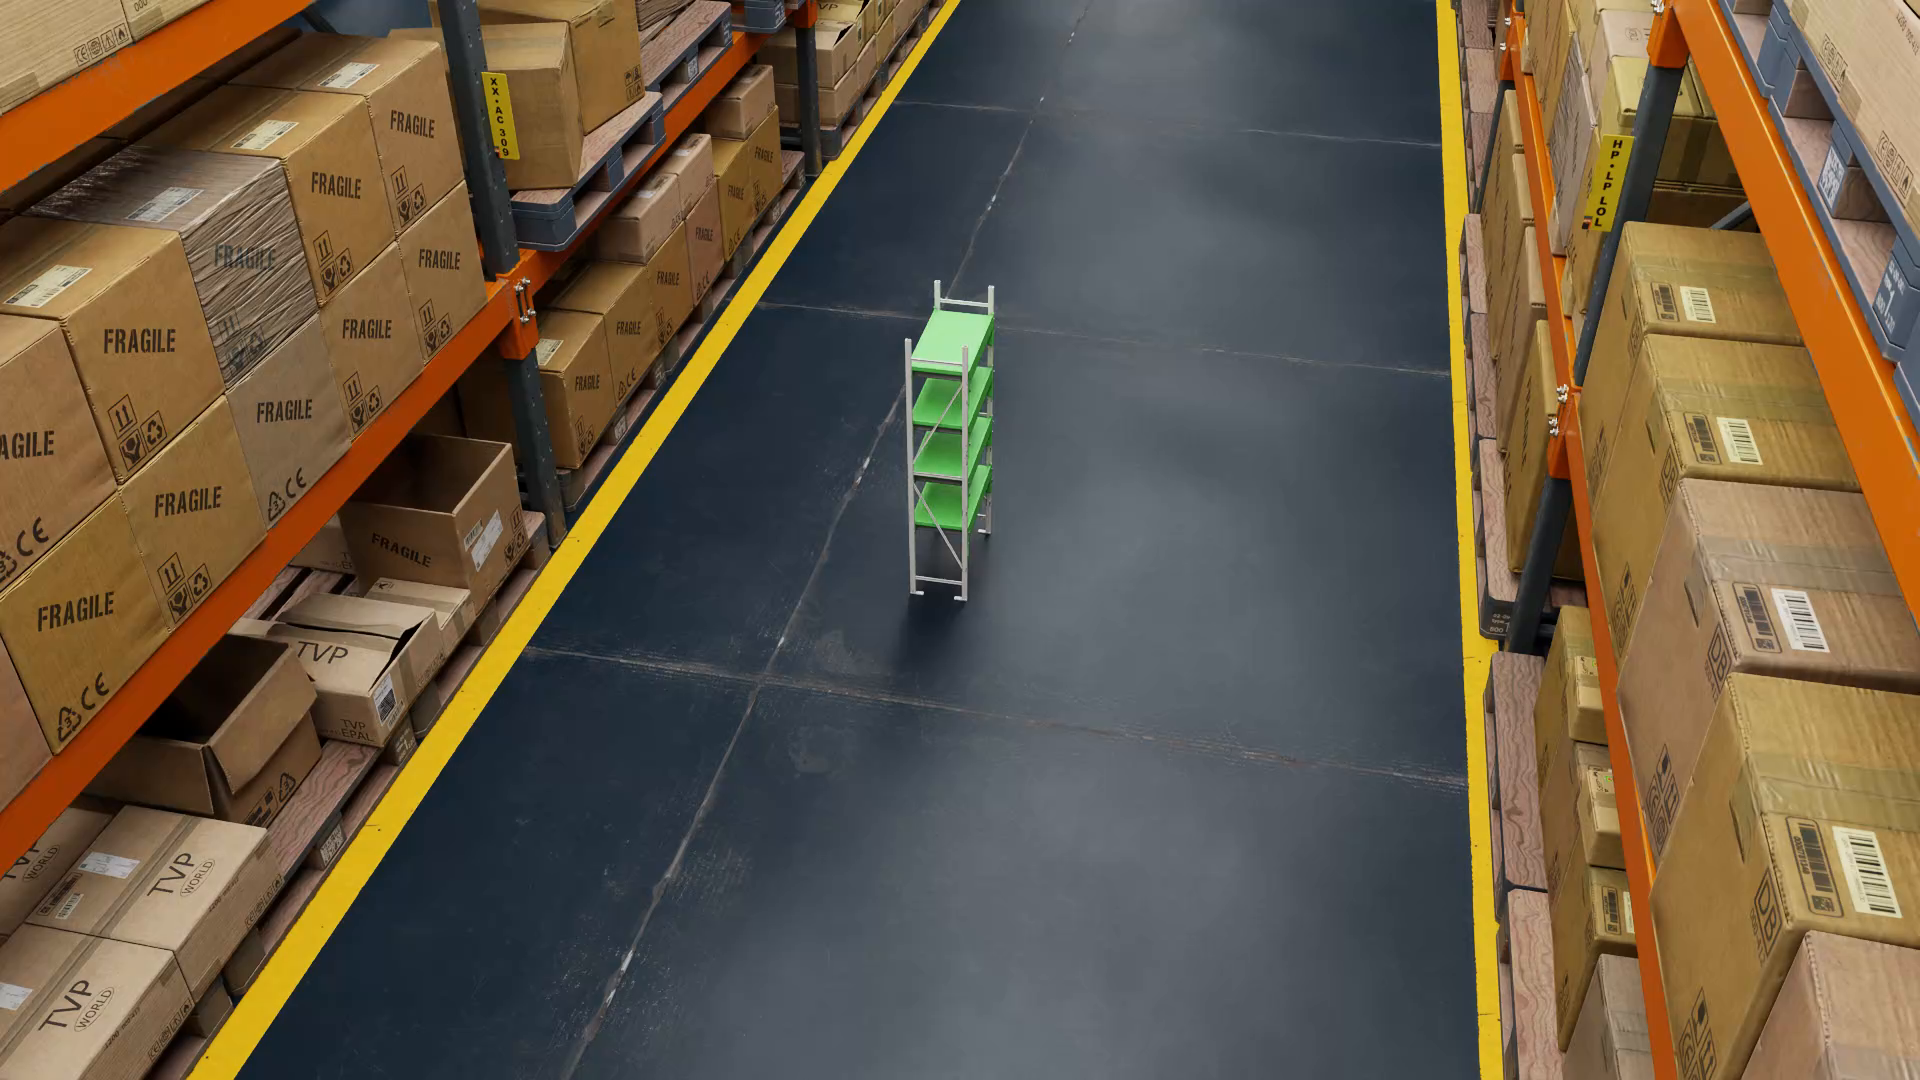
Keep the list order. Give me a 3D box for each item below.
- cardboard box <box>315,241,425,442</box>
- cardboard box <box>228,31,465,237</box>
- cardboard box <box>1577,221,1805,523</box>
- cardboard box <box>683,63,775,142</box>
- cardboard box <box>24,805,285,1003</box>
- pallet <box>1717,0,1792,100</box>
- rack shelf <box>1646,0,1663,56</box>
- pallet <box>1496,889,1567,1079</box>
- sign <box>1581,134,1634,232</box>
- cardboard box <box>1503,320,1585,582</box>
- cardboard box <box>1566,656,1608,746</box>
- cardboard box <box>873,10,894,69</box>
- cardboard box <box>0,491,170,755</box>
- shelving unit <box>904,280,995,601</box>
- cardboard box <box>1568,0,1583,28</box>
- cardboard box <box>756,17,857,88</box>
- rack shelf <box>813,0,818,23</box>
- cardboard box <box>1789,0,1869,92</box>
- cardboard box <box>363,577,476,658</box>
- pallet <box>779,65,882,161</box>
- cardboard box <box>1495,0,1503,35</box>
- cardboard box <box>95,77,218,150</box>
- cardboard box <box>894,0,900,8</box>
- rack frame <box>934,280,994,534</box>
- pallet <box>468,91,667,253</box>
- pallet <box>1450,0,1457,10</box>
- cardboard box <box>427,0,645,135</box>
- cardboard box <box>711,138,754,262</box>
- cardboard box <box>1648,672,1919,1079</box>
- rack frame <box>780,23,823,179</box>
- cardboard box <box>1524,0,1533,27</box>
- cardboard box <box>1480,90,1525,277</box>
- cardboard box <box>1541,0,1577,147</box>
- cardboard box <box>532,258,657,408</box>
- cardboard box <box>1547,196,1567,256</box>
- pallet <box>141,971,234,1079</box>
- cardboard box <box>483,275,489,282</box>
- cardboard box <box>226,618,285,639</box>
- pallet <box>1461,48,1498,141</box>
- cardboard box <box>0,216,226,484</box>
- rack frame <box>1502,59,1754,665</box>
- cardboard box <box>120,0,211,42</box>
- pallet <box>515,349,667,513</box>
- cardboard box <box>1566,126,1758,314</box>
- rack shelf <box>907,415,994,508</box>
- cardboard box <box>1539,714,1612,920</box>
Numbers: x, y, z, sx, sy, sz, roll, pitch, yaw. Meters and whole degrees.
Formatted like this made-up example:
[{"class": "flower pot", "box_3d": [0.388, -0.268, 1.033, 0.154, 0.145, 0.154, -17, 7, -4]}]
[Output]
[{"class": "cardboard box", "box_3d": [-2.184, -0.693, 5.564, 0.500, 0.500, 0.500, 8, 37, 11]}, {"class": "cardboard box", "box_3d": [-2.074, -1.389, 5.674, 0.500, 0.500, 0.500, 7, 37, 10]}, {"class": "cardboard box", "box_3d": [2.489, -0.460, 5.073, 0.980, 0.700, 0.700, 8, 37, 11]}, {"class": "cardboard box", "box_3d": [-1.343, -2.431, 9.164, 0.500, 0.250, 0.500, 9, 37, 12]}, {"class": "cardboard box", "box_3d": [-2.467, 1.112, 5.127, 0.500, 0.250, 0.500, 7, 37, 10]}, {"class": "pallet", "box_3d": [2.436, -1.359, 4.088, 1.003, 0.211, 1.213, 7, 37, 10]}, {"class": "rack shelf", "box_3d": [3.048, -2.718, 6.501, 1.077, 0.370, 4.000, 7, 37, 10]}, {"class": "pallet", "box_3d": [2.124, 1.609, 4.850, 1.003, 0.211, 1.213, 7, 37, 10]}, {"class": "sign", "box_3d": [2.089, -1.147, 5.357, 0.100, 0.325, 0.005, 7, 37, 10]}, {"class": "cardboard box", "box_3d": [2.633, -0.336, 6.632, 0.750, 0.750, 0.750, 8, 37, 11]}, {"class": "cardboard box", "box_3d": [2.110, 0.521, 5.194, 0.380, 0.149, 0.250, 8, 37, 12]}, {"class": "cardboard box", "box_3d": [-0.754, -3.467, 11.463, 0.500, 0.250, 0.500, 6, 36, 9]}, {"class": "cardboard box", "box_3d": [-2.506, 0.181, 4.359, 0.500, 0.500, 0.500, 7, 37, 10]}, {"class": "shelving unit", "box_3d": [-0.035, -0.391, 6.767, 0.258, 1.200, 0.503, 7, 37, 10]}, {"class": "cardboard box", "box_3d": [2.807, -2.297, 6.868, 0.500, 0.250, 0.500, 7, 36, 9]}, {"class": "cardboard box", "box_3d": [-0.966, -3.107, 10.488, 0.500, 0.311, 0.500, 9, 37, 12]}, {"class": "rack shelf", "box_3d": [-0.938, -4.415, 11.399, 1.077, 0.370, 4.000, 7, 37, 10]}, {"class": "cardboard box", "box_3d": [1.991, -1.064, 3.290, 0.500, 0.250, 0.500, 6, 36, 9]}, {"class": "cardboard box", "box_3d": [-2.085, 0.294, 6.342, 0.380, 0.149, 0.250, 7, 37, 10]}, {"class": "pallet", "box_3d": [-1.151, -2.898, 11.068, 1.003, 0.211, 1.213, 7, 37, 10]}, {"class": "cardboard box", "box_3d": [4.128, -3.674, 11.518, 0.700, 0.500, 0.500, 7, 36, 9]}, {"class": "cardboard box", "box_3d": [-2.704, -1.181, 5.386, 0.500, 0.500, 0.500, 6, 36, 9]}, {"class": "cardboard box", "box_3d": [-0.642, -3.996, 11.715, 0.500, 0.311, 0.500, 7, 36, 9]}, {"class": "rack frame", "box_3d": [0.017, -0.531, 6.960, 0.240, 1.200, 0.015, 7, 37, 10]}, {"class": "pallet", "box_3d": [-1.942, -1.633, 7.111, 1.003, 0.211, 1.213, 7, 37, 10]}, {"class": "pallet", "box_3d": [4.439, -4.495, 13.271, 1.003, 0.211, 1.213, 7, 37, 10]}, {"class": "cardboard box", "box_3d": [-1.814, -2.123, 7.180, 0.700, 0.500, 0.500, 13, 38, 17]}, {"class": "cardboard box", "box_3d": [-1.446, -1.863, 9.020, 0.500, 0.500, 0.500, 6, 36, 8]}, {"class": "cardboard box", "box_3d": [2.010, 0.812, 3.318, 0.980, 0.700, 0.700, 7, 37, 10]}, {"class": "rack frame", "box_3d": [-1.365, -3.560, 9.605, 1.000, 3.000, 0.127, 7, 37, 10]}, {"class": "cardboard box", "box_3d": [3.122, -2.864, 8.289, 0.500, 0.500, 0.500, 8, 37, 11]}, {"class": "cardboard box", "box_3d": [3.190, -1.835, 8.700, 0.750, 0.750, 0.750, 7, 36, 9]}, {"class": "cardboard box", "box_3d": [2.790, -1.981, 7.071, 0.500, 0.500, 0.500, 8, 37, 11]}, {"class": "cardboard box", "box_3d": [-1.775, -0.986, 7.810, 0.500, 0.500, 0.500, 8, 37, 11]}, {"class": "cardboard box", "box_3d": [2.546, -1.233, 6.592, 0.380, 0.149, 0.250, 7, 37, 10]}, {"class": "pallet", "box_3d": [-2.888, 1.655, 4.787, 1.003, 0.211, 1.213, 7, 37, 10]}, {"class": "cardboard box", "box_3d": [-2.280, -1.034, 7.875, 0.500, 0.500, 0.500, 7, 37, 10]}, {"class": "cardboard box", "box_3d": [-2.695, 0.413, 6.163, 0.380, 0.166, 0.250, 7, 37, 10]}, {"class": "pallet", "box_3d": [3.907, -2.957, 11.150, 1.003, 0.211, 1.213, 7, 37, 10]}, {"class": "cardboard box", "box_3d": [-2.398, -0.518, 4.472, 0.500, 0.500, 0.500, 7, 37, 10]}, {"class": "rack frame", "box_3d": [2.621, -0.648, 5.588, 1.000, 3.000, 0.127, 7, 37, 10]}, {"class": "cardboard box", "box_3d": [-2.279, -1.535, 4.384, 0.500, 0.250, 0.500, 7, 37, 10]}, {"class": "pallet", "box_3d": [-2.082, -0.608, 7.910, 1.003, 0.211, 1.213, 7, 37, 10]}, {"class": "cardboard box", "box_3d": [2.473, -1.113, 5.874, 0.500, 0.500, 0.500, 7, 36, 9]}, {"class": "rack shelf", "box_3d": [-0.035, -0.339, 6.804, 0.258, 0.148, 0.480, 7, 37, 10]}, {"class": "cardboard box", "box_3d": [2.251, 0.898, 5.227, 0.700, 0.500, 0.500, 7, 37, 9]}]
